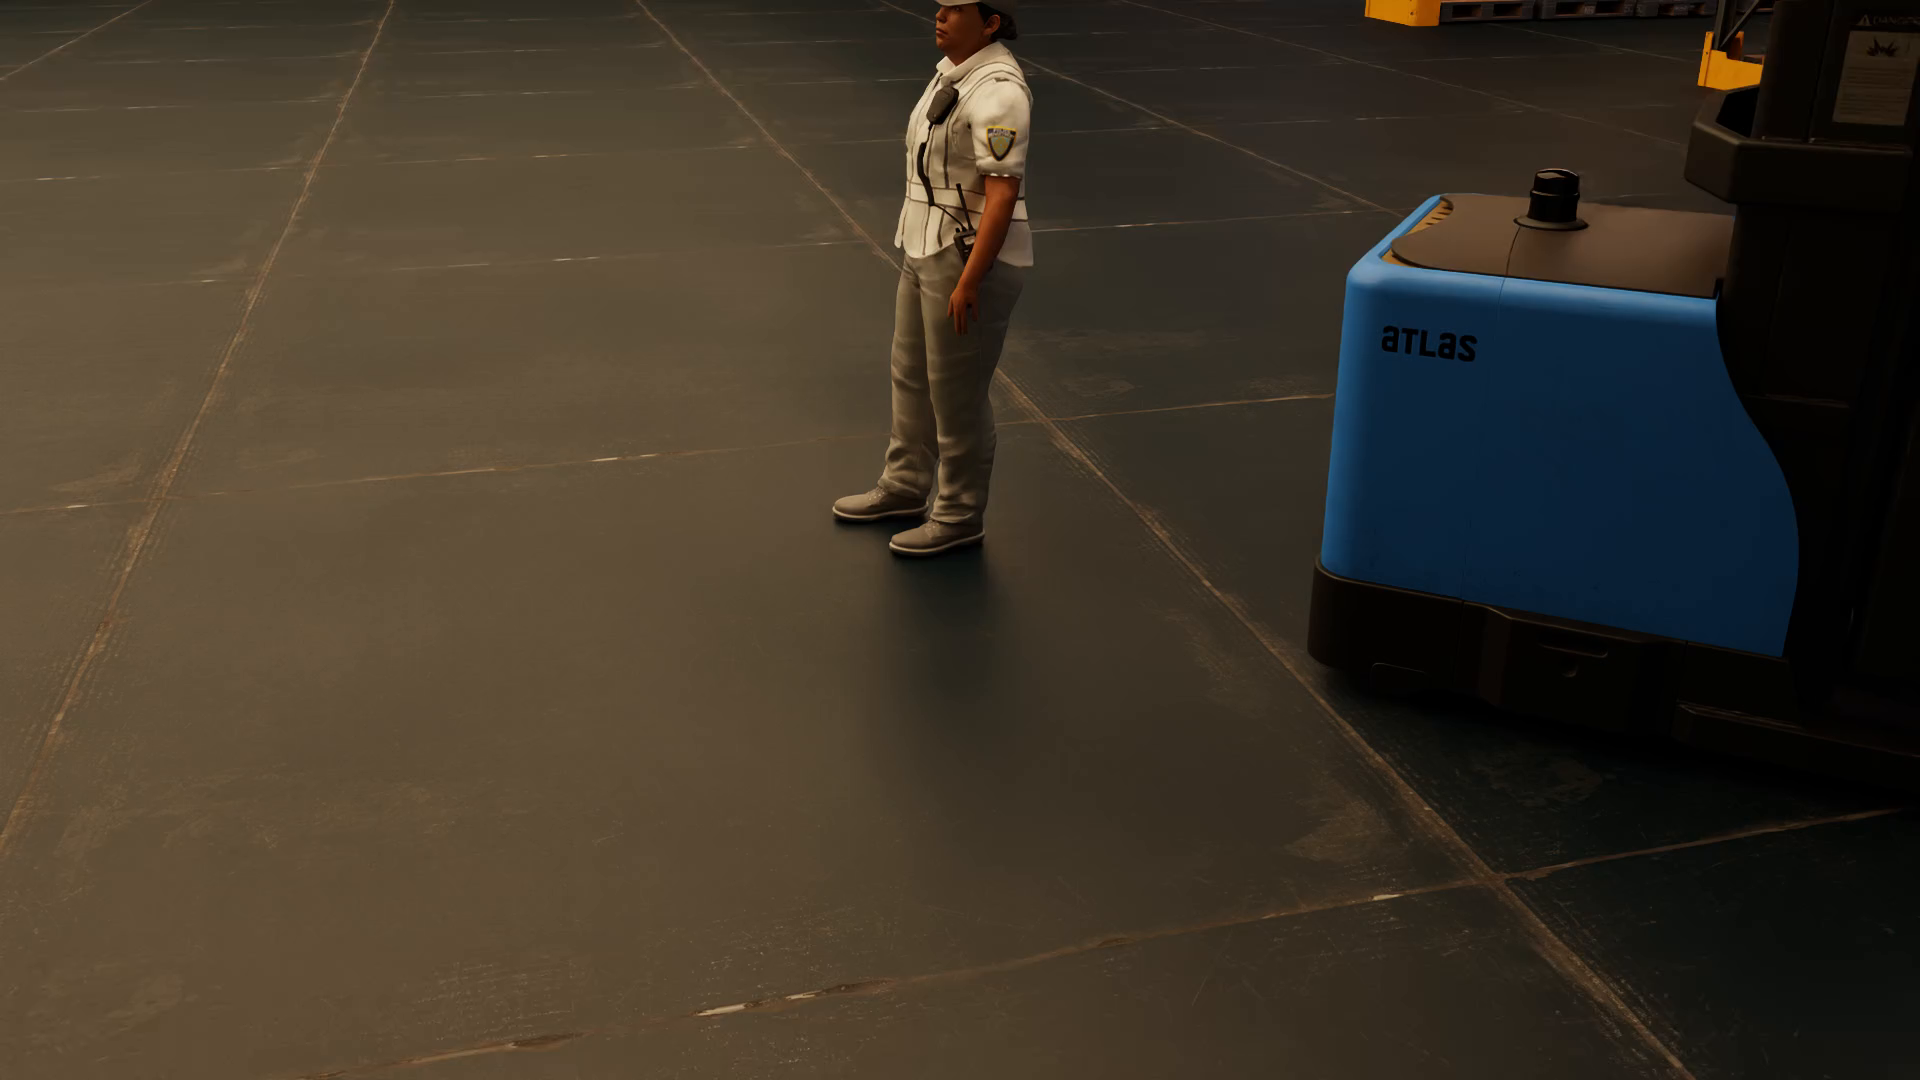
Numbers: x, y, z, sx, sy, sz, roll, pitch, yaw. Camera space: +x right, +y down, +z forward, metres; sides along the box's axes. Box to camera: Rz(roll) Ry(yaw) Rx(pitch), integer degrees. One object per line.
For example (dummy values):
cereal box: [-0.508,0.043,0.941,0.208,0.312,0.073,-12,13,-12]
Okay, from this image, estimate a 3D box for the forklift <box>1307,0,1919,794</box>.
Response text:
forklift: [2.435,-0.905,3.438,3.031,2.935,1.130,11,25,24]

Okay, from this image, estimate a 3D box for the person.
person: [-0.080,-0.770,4.727,0.529,1.661,0.599,-6,24,-14]
